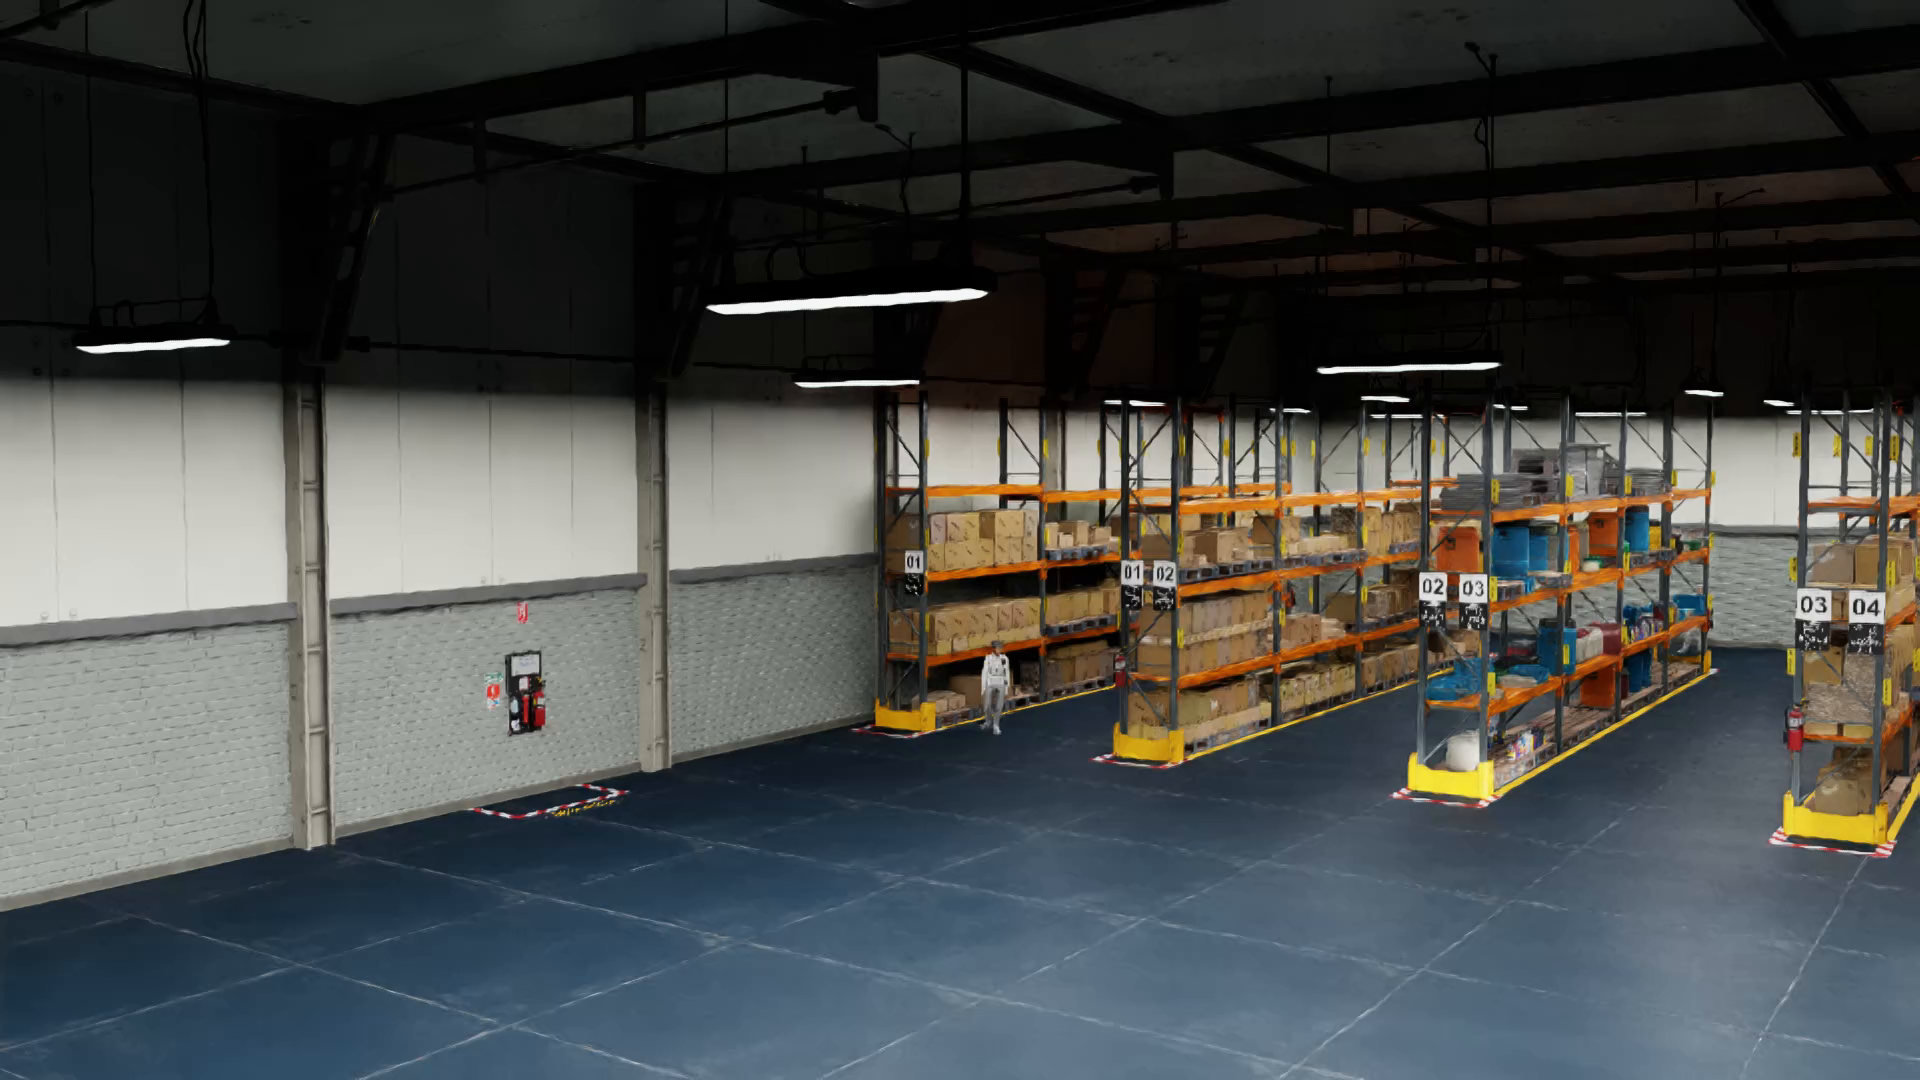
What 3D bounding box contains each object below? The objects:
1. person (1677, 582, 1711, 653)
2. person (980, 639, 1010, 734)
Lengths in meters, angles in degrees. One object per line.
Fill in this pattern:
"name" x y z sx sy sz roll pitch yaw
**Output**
"person" 17.851 1.890 40.395 0.725 1.750 0.496 -1 3 -10
"person" 0.615 2.558 29.248 0.522 1.652 0.534 0 3 -2
